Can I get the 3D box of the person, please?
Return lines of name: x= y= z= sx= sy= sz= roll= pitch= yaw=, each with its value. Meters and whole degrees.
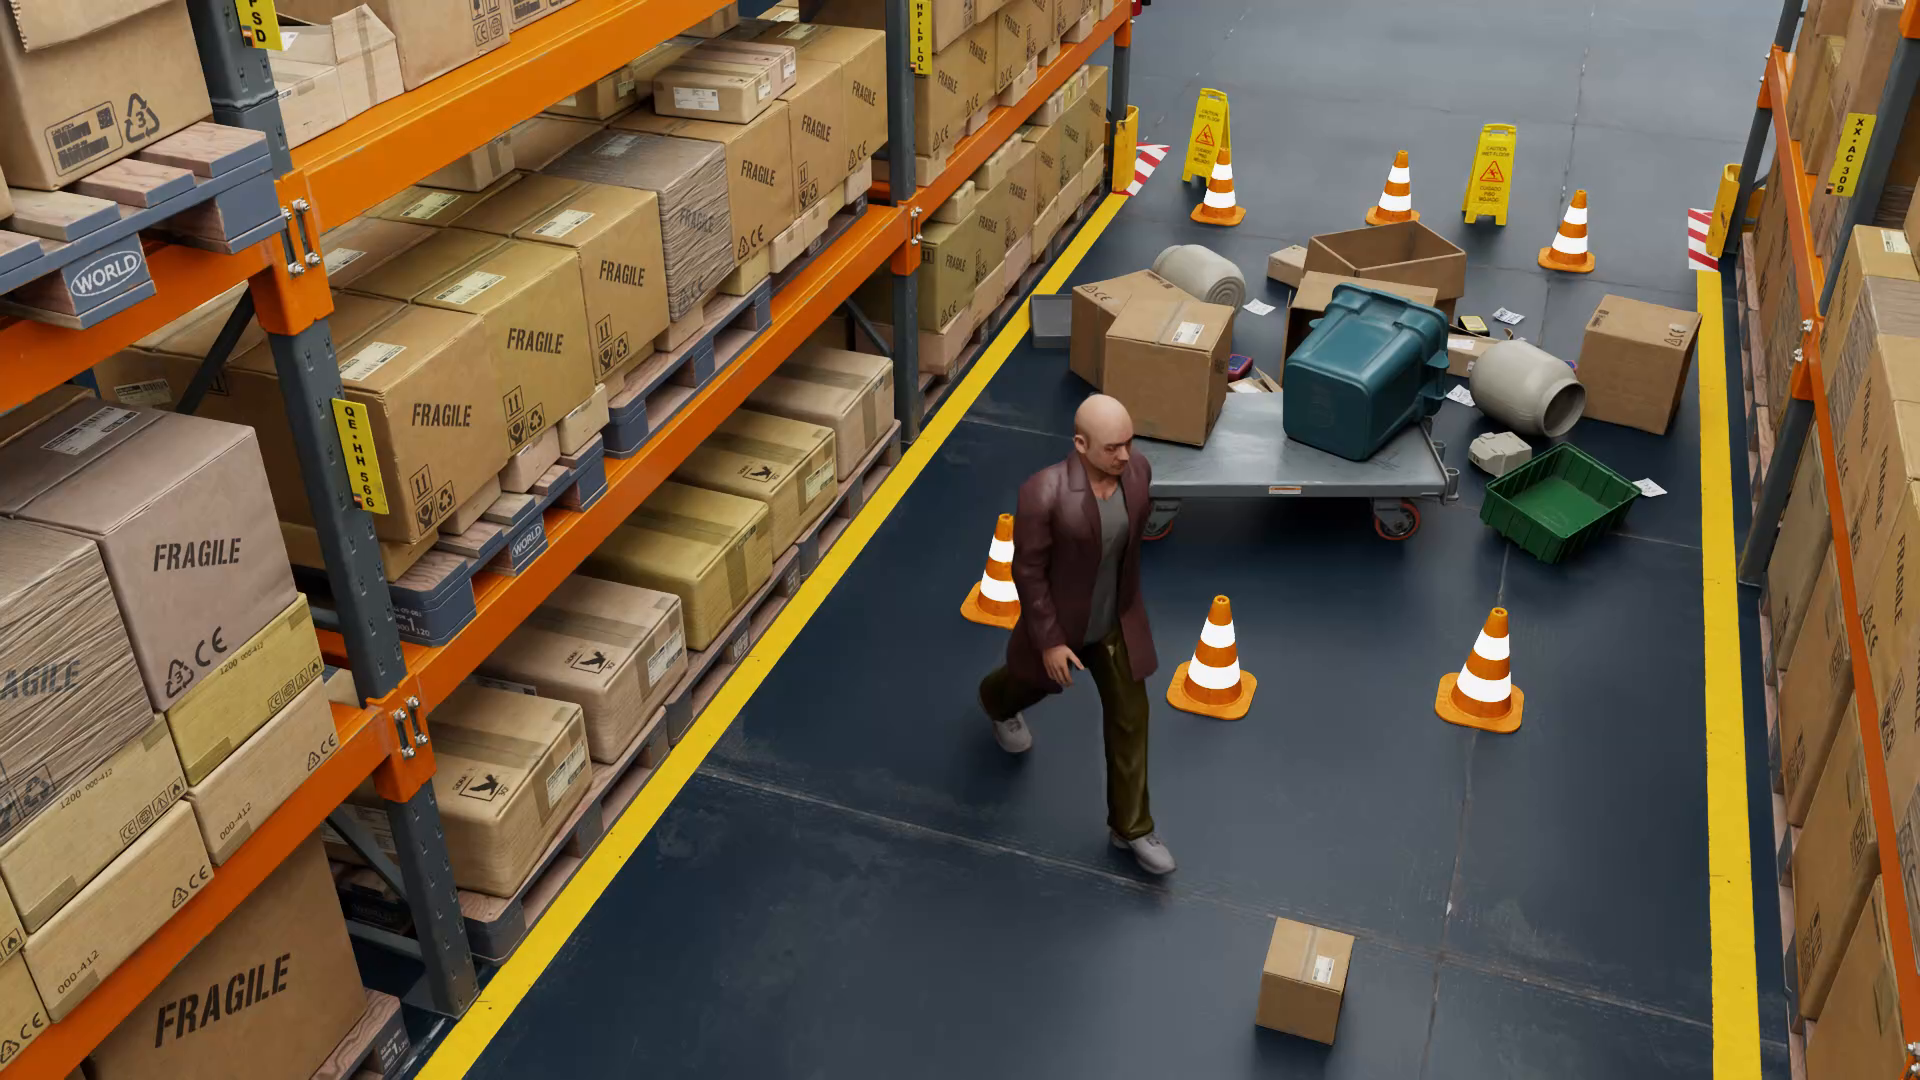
person: x=0.404 y=0.251 z=5.788 sx=0.548 sy=1.733 sz=1.175 roll=-14 pitch=35 yaw=-21
